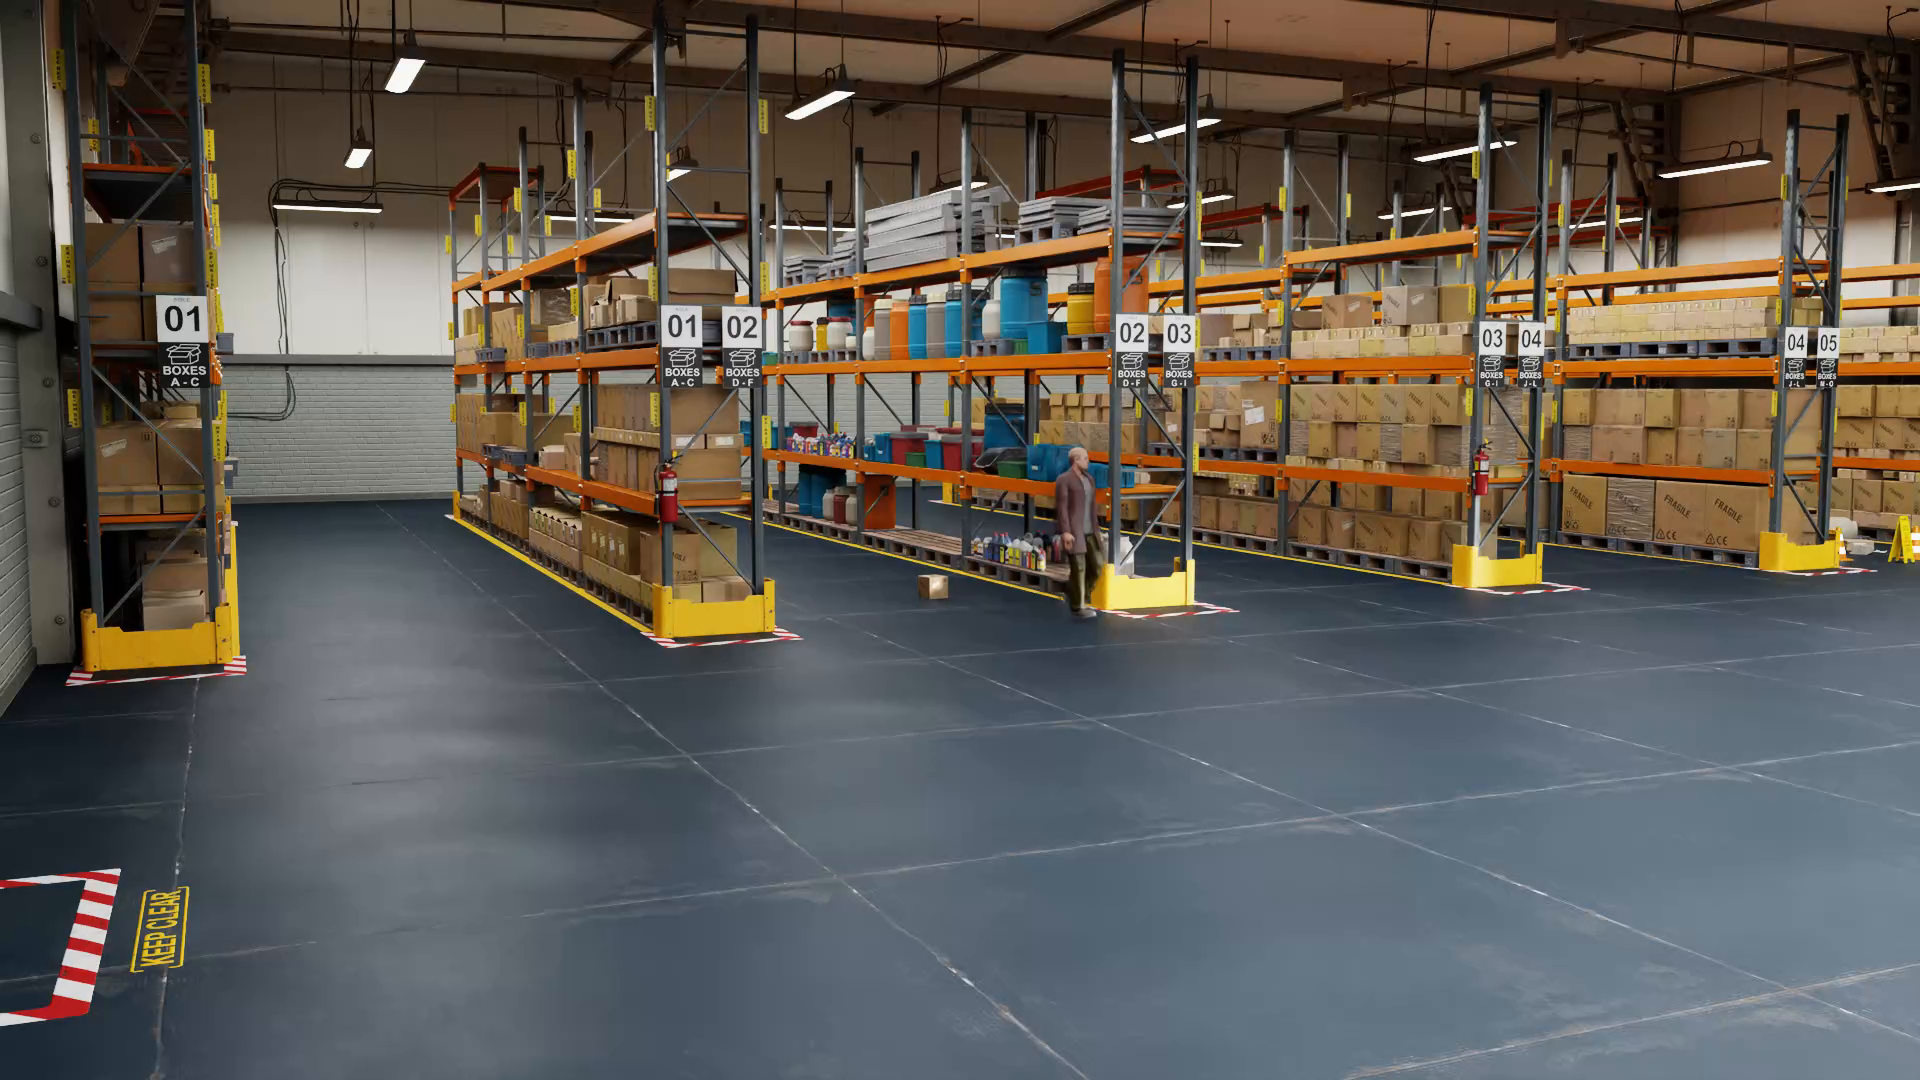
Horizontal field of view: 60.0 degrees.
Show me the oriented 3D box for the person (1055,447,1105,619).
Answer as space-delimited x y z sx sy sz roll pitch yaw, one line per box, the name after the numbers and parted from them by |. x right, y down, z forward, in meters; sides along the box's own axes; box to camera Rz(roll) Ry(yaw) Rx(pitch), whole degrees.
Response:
1.248 -0.063 17.188 0.599 1.792 0.625 -4 7 -40 | person
